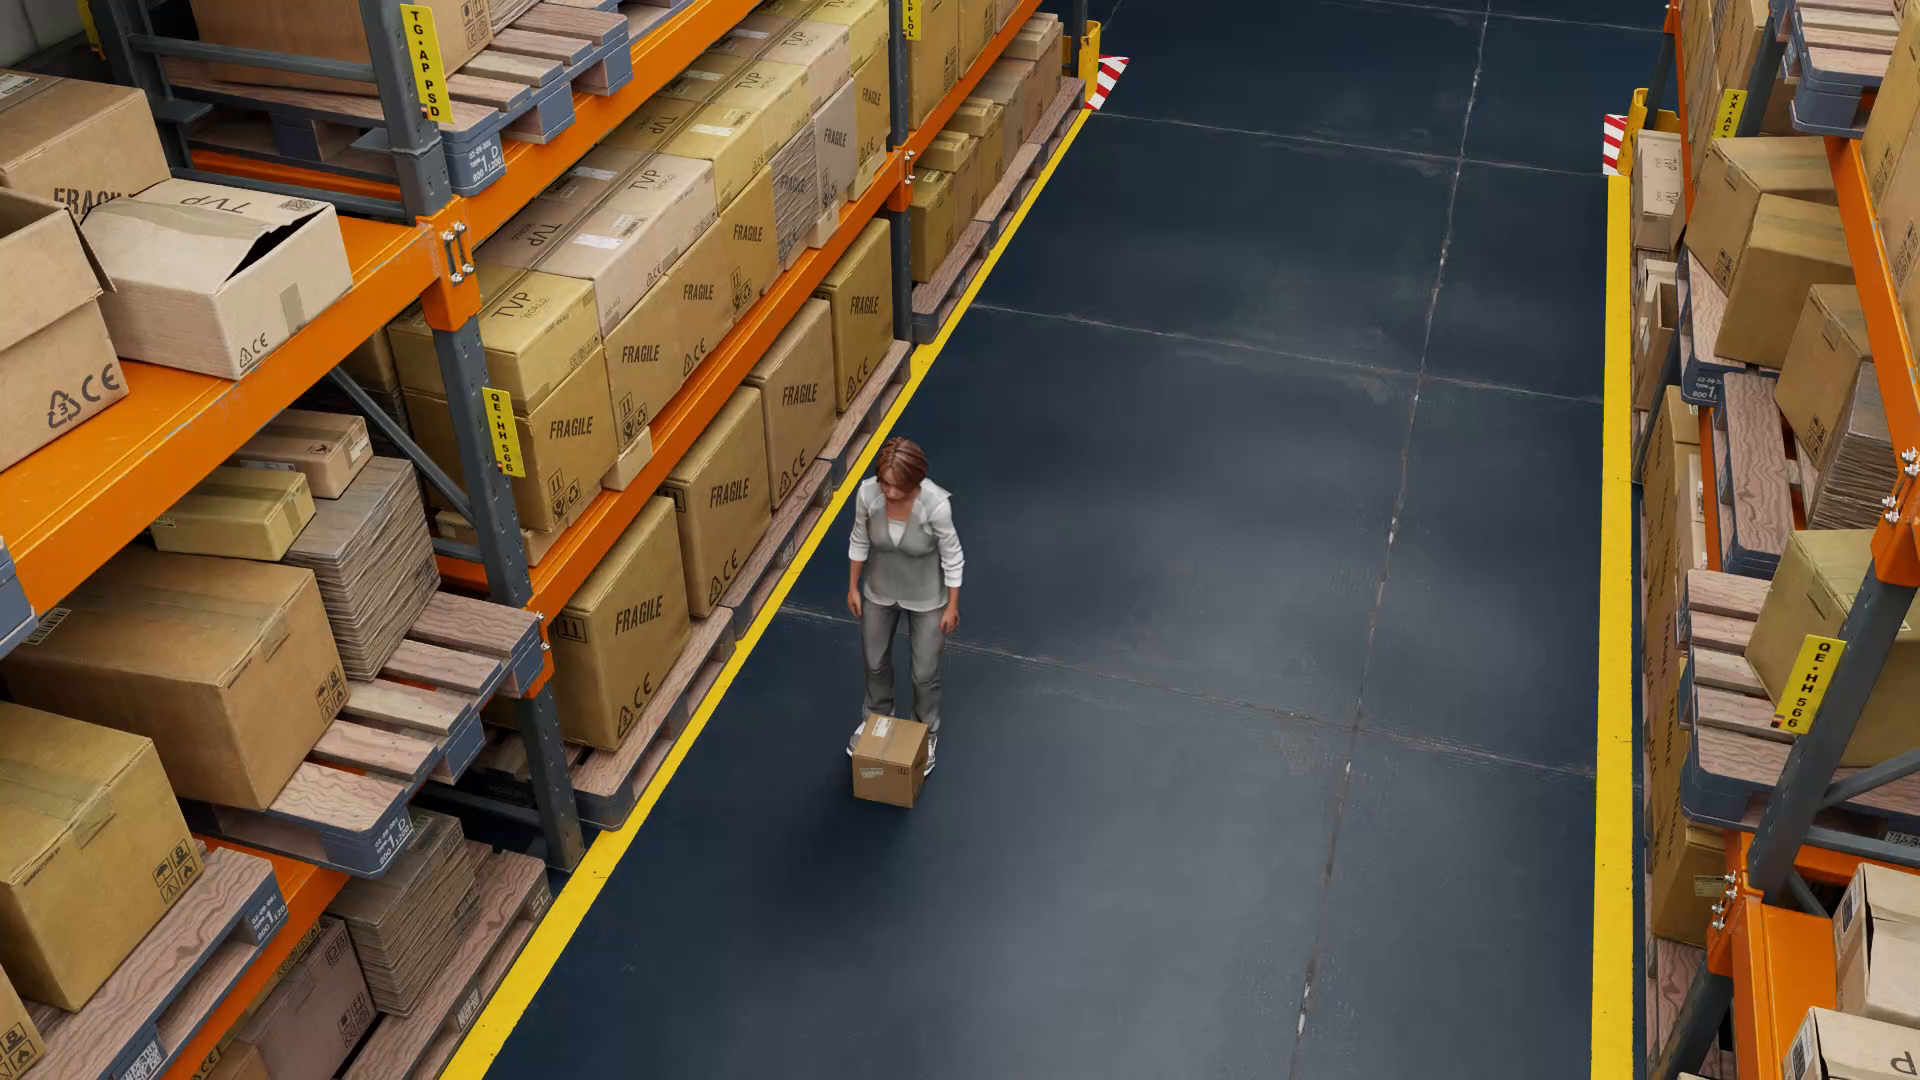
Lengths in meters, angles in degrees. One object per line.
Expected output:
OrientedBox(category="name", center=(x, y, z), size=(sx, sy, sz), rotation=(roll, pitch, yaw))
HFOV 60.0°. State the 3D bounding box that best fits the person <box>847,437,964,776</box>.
OrientedBox(category="person", center=(-0.223, 0.242, 6.584), size=(0.471, 1.591, 0.366), rotation=(10, 39, 13))
